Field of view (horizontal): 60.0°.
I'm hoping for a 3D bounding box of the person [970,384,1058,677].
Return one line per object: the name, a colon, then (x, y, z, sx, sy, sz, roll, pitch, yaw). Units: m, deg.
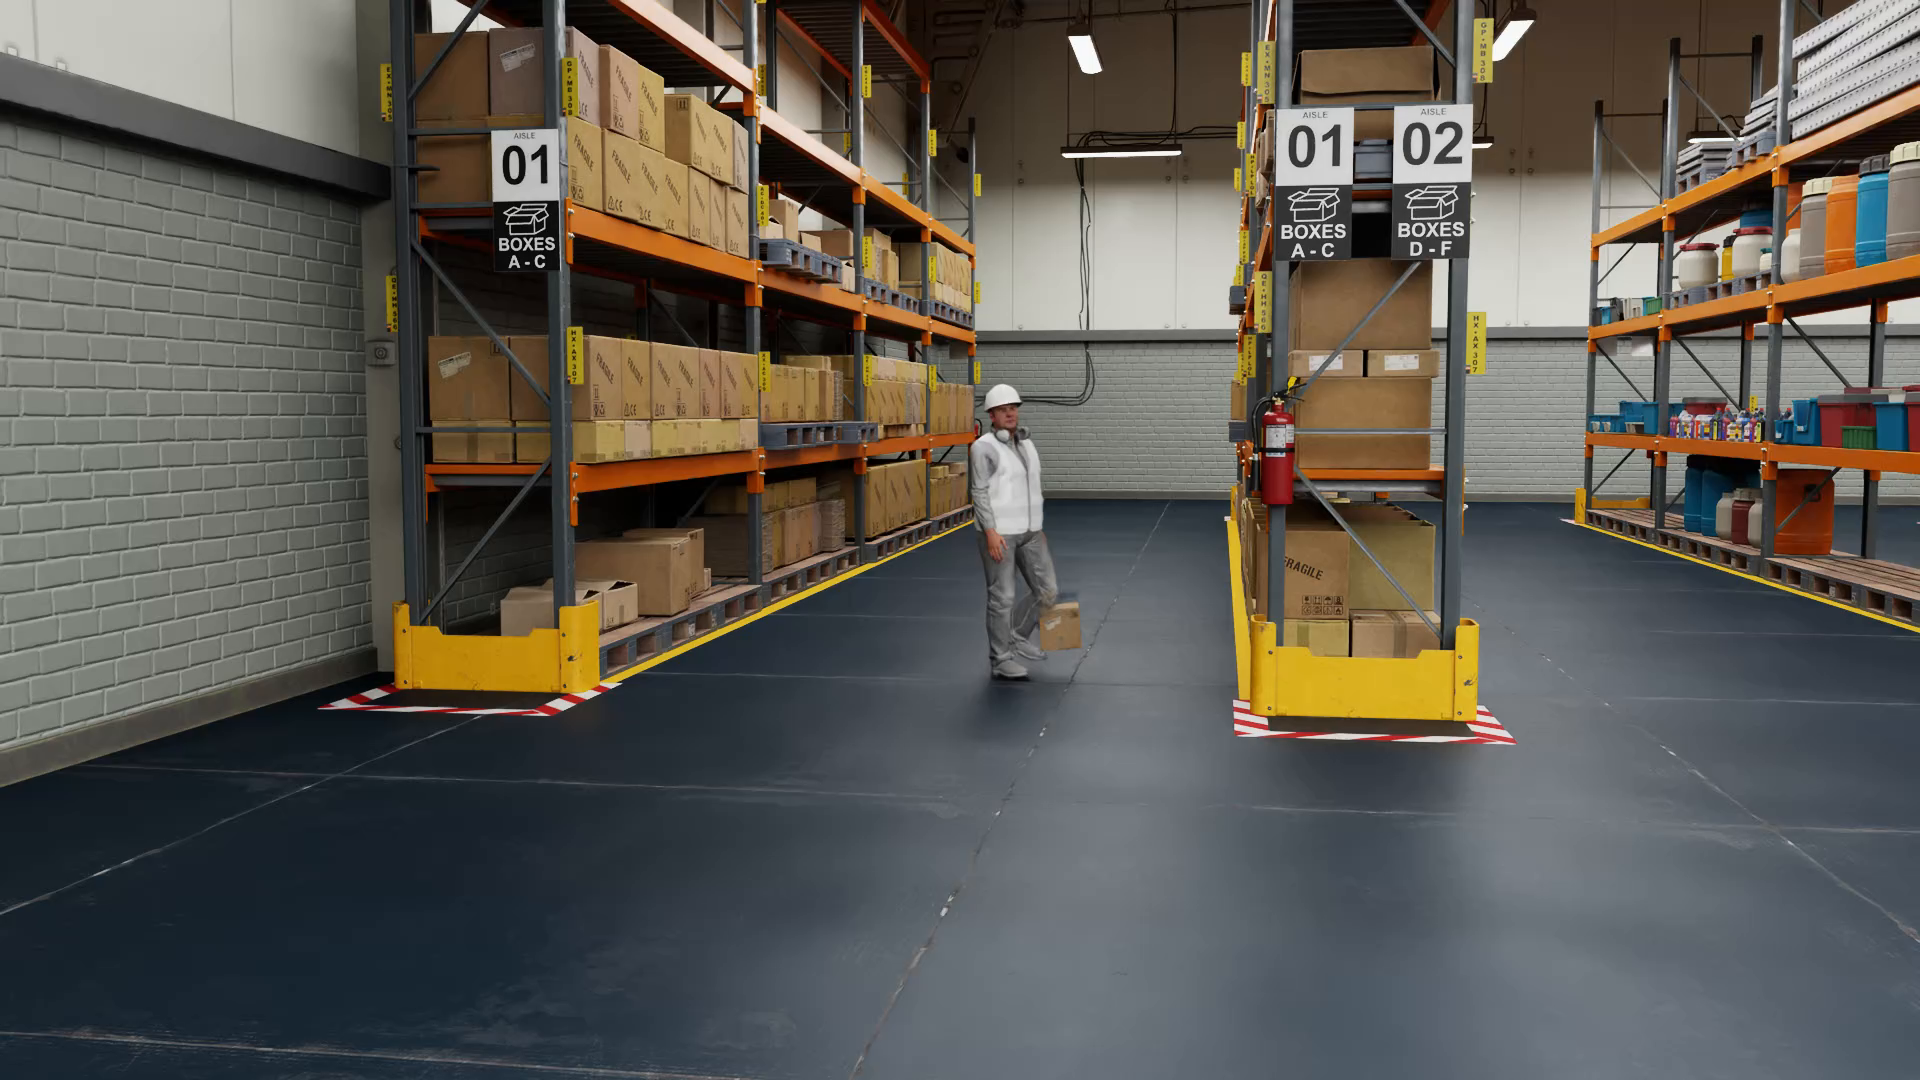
person: (0.306, -0.054, 10.060, 0.628, 1.772, 0.431, -4, 6, -42)
